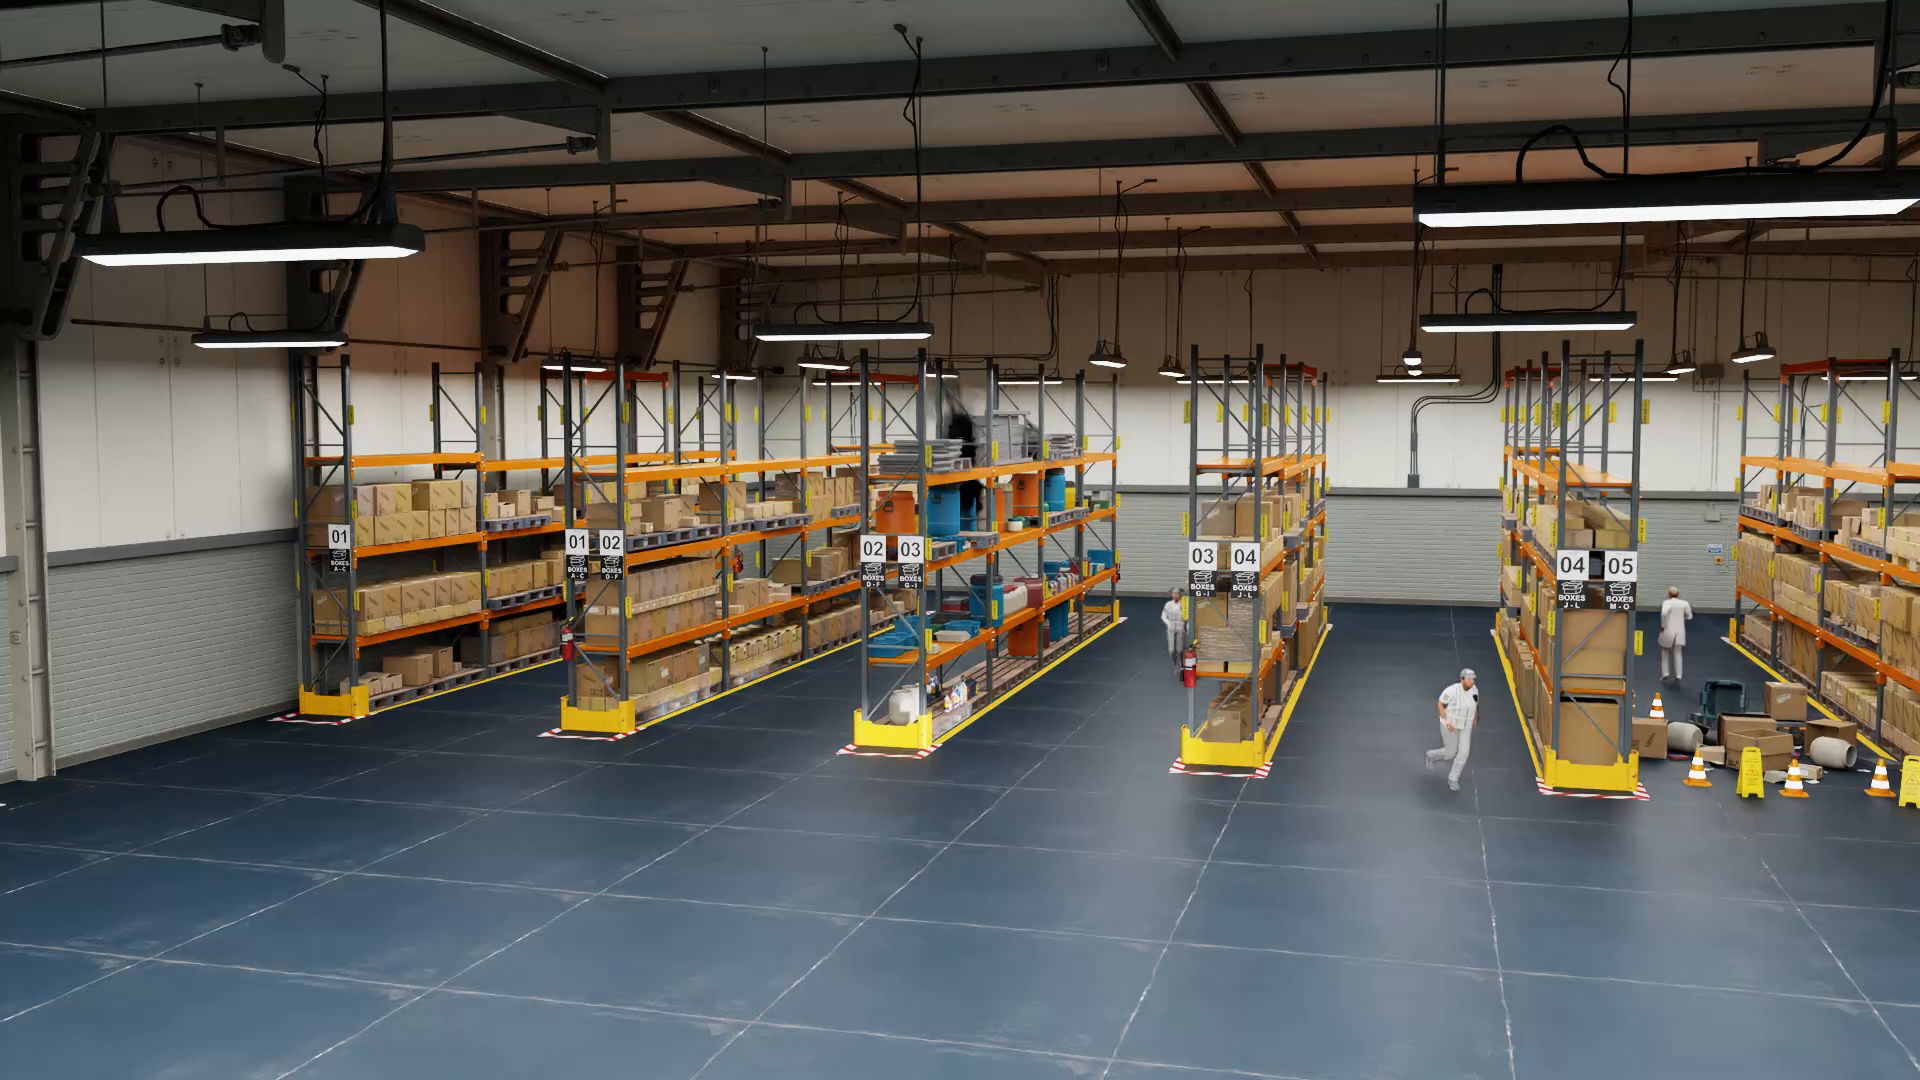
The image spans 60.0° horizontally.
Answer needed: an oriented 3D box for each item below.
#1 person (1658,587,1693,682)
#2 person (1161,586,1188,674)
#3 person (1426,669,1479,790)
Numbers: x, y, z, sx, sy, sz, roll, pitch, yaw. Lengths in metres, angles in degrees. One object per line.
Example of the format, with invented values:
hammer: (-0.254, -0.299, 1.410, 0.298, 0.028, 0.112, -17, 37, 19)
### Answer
person: (13.336, 1.803, 31.012, 0.668, 1.855, 0.862, 0, 4, 5)
person: (4.080, 1.697, 31.295, 0.612, 1.653, 0.544, 1, 4, 16)
person: (6.739, 2.533, 22.575, 0.618, 1.626, 0.739, -2, 5, -21)
